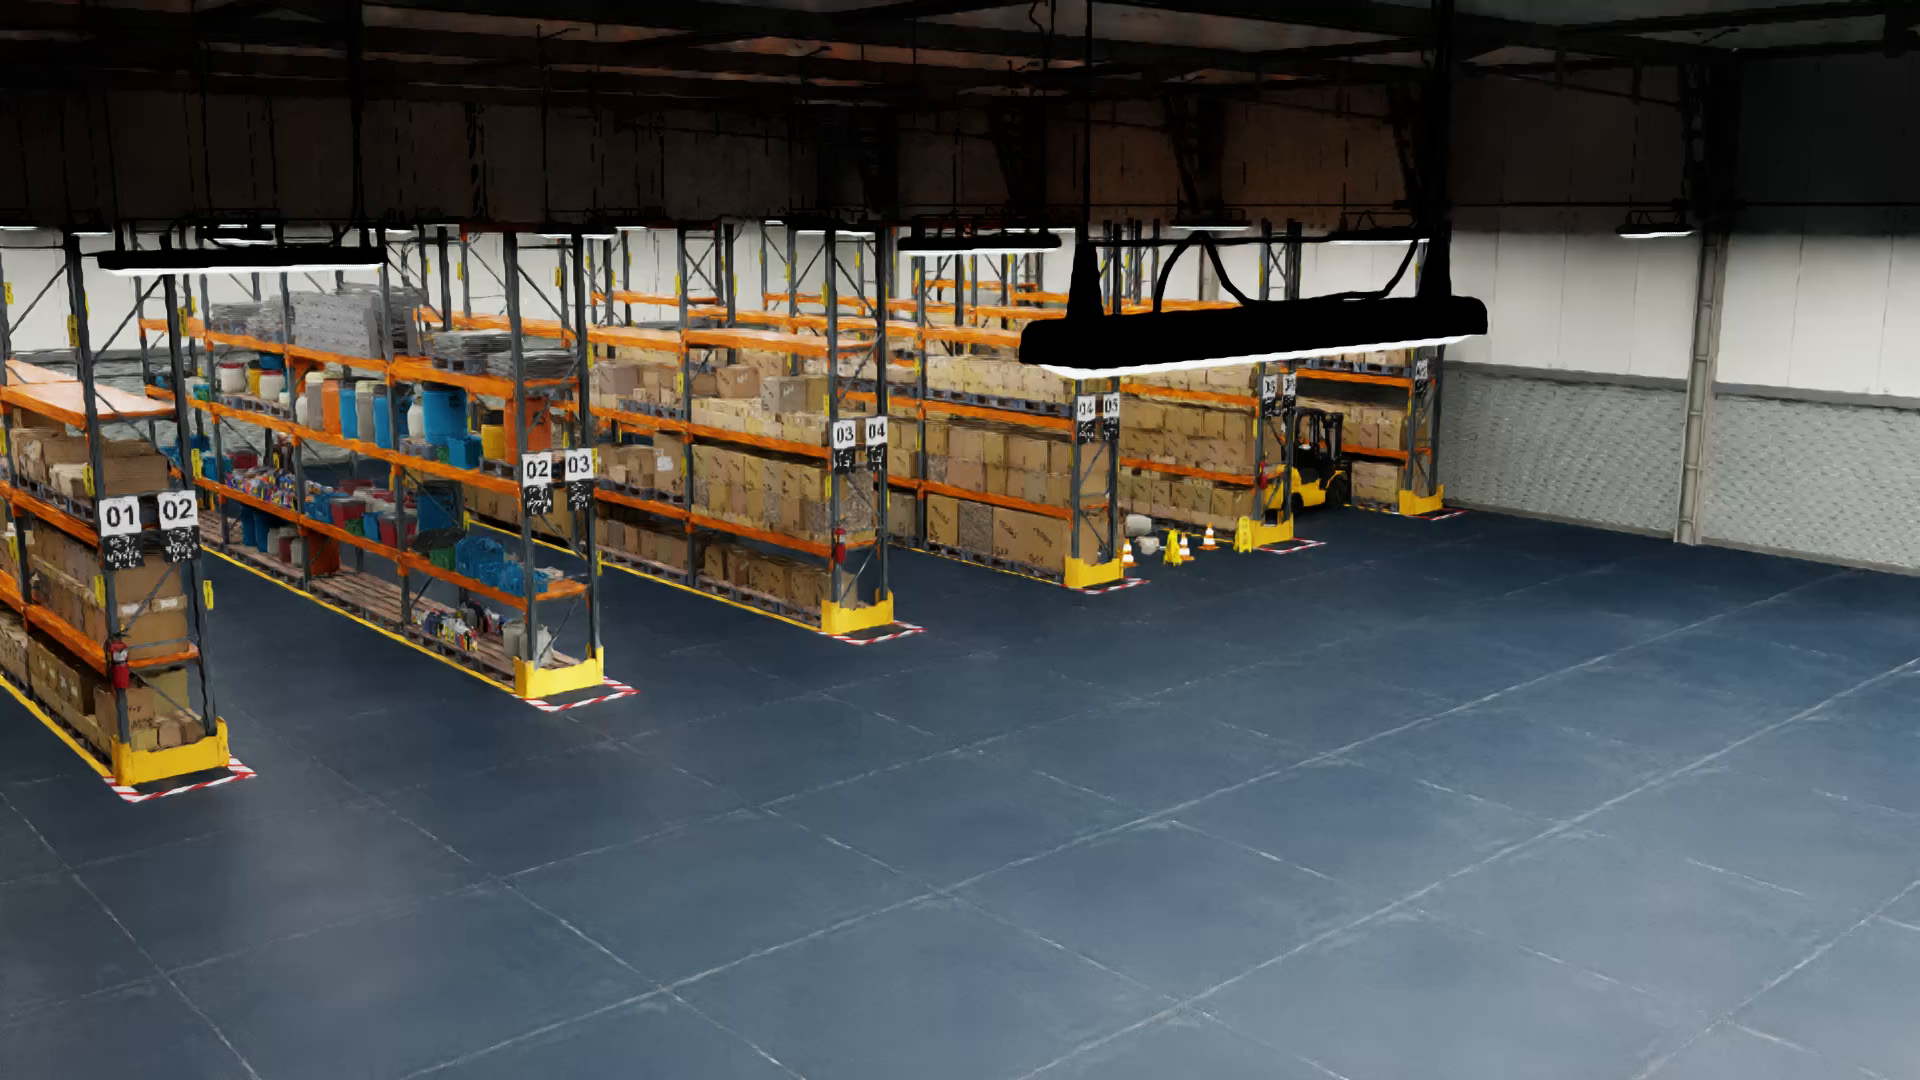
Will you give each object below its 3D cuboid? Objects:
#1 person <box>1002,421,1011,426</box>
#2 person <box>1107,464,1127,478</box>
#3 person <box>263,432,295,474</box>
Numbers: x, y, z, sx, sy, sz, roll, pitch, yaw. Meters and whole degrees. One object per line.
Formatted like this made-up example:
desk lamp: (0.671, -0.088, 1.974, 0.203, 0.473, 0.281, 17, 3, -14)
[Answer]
person: (0.954, -1.689, 34.733, 0.533, 1.591, 0.522, -3, 12, -16)
person: (3.726, -2.244, 38.569, 0.589, 1.712, 0.669, -3, 12, -15)
person: (-14.017, -1.386, 34.380, 0.729, 1.733, 0.546, -10, 15, -42)
